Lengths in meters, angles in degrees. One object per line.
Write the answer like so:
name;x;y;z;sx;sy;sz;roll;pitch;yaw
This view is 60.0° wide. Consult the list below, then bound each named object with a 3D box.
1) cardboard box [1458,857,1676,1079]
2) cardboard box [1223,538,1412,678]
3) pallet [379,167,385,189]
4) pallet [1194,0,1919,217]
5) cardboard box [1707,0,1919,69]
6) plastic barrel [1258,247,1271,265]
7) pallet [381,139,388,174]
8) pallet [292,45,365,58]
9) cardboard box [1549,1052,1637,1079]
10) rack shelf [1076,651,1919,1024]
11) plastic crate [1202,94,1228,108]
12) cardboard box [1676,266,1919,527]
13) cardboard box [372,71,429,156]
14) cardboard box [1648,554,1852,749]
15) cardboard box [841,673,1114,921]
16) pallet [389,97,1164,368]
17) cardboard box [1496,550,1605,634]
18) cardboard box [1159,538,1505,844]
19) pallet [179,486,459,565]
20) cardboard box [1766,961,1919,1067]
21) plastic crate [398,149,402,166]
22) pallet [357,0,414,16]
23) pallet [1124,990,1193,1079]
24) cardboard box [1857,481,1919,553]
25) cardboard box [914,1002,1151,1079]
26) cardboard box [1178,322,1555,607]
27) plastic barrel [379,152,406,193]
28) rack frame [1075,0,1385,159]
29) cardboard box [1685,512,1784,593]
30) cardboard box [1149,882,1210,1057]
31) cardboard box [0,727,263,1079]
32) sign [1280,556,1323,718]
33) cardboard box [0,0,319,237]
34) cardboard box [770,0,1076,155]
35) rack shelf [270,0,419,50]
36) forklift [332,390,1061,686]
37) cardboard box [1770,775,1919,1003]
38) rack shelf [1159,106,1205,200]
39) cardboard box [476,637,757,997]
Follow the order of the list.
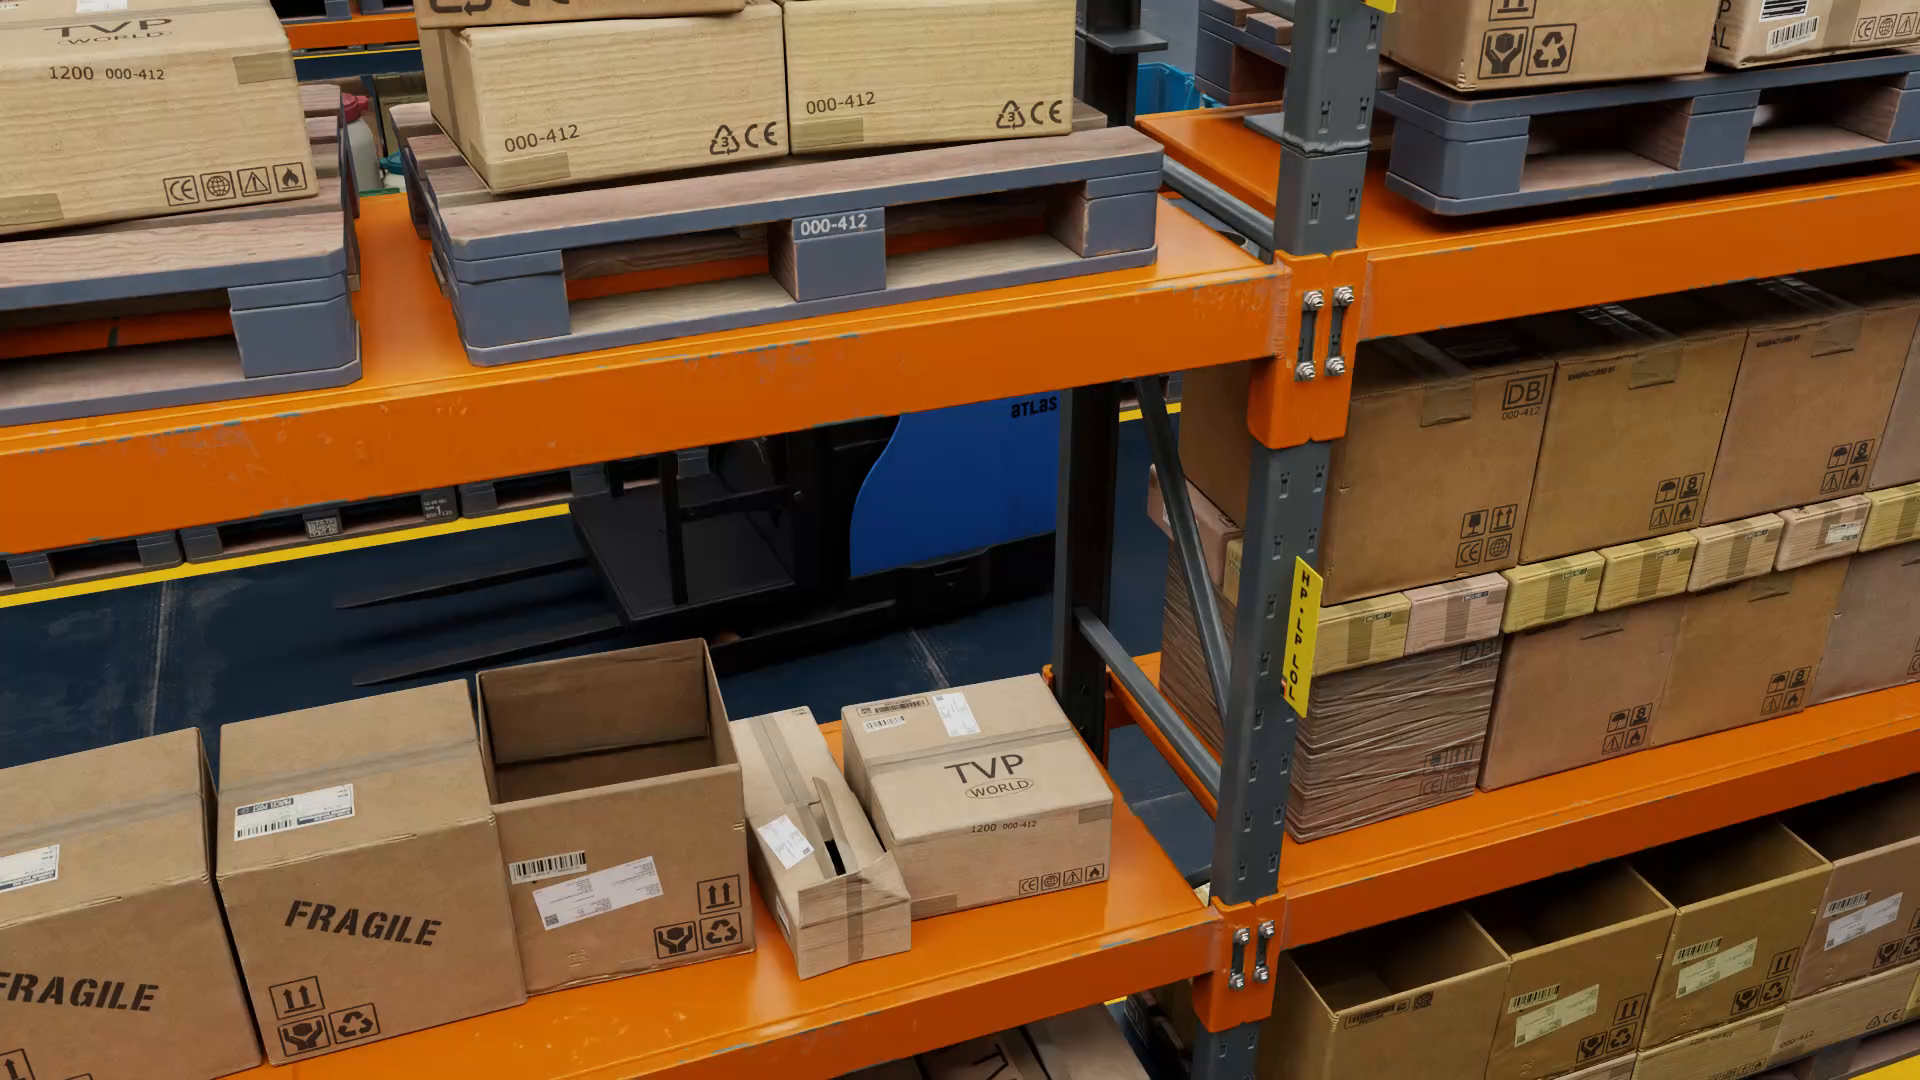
cardboard box;1.484;1.074;4.431;0.500;0.500;0.500;-10;31;-18
cardboard box;0.794;0.130;3.735;0.250;0.149;0.380;-10;31;-18
pallet;-4.851;-2.626;12.145;1.213;0.211;1.003;-10;31;-18
pallet;1.265;-1.012;3.556;1.213;0.211;1.003;-10;31;-18
cardboard box;1.545;-1.154;3.239;0.500;0.311;0.500;-12;32;-20
plastic barrel;1.910;-1.530;9.494;0.421;0.512;0.421;0;30;0
pallet;-3.705;-2.838;12.518;1.213;0.211;1.003;-10;31;-18
pallet;-6.453;-4.911;16.157;1.213;0.211;1.003;-10;31;-18
cardboard box;1.485;1.401;4.614;0.500;0.250;0.500;-10;31;-18
rack shelf;2.349;0.379;4.781;4.000;0.370;1.077;-10;31;-18
plastic crate;1.525;-2.178;8.693;0.408;0.251;0.499;-10;31;-18
cardboard box;1.831;-0.449;4.096;0.500;0.500;0.700;-10;31;-18
cardboard box;-4.013;-3.120;12.277;0.500;0.500;0.700;-11;31;-18
cardboard box;1.852;0.110;4.425;0.500;0.500;0.700;-10;31;-17
cardboard box;0.029;0.582;3.849;0.500;0.250;0.500;-8;31;-15
pallet;-0.347;-0.650;3.024;1.217;0.209;0.805;-12;32;-20
cardboard box;1.271;0.041;3.891;0.250;0.149;0.380;-11;32;-19
cardboard box;0.888;0.289;4.112;0.500;0.500;0.700;-11;32;-19
pallet;-3.117;-0.309;8.079;1.213;0.211;1.003;-10;31;-18
cardboard box;2.422;1.228;4.918;0.500;0.250;0.500;-10;31;-18
plastic crate;-2.174;-1.545;7.448;0.575;0.384;0.392;-10;31;-18
pallet;-3.743;-4.037;11.999;1.213;0.211;1.003;-10;31;-18
pallet;1.235;1.506;4.894;1.213;0.211;1.003;-10;31;-18
cardboard box;2.245;-0.139;4.207;0.250;0.149;0.380;-11;31;-18
cardboard box;0.195;1.383;4.078;0.500;0.311;0.500;-10;31;-18
cardboard box;0.888;-0.275;3.790;0.500;0.500;0.700;-10;31;-17
plastic barrel;-2.543;-1.669;7.790;0.301;0.262;0.301;0;30;0
rack frame;0.475;-2.195;2.512;0.127;3.000;1.000;-10;31;-18
cardboard box;1.751;-0.047;4.046;0.250;0.149;0.380;-11;32;-19
cardboard box;0.833;1.243;4.892;0.500;0.250;0.500;-10;31;-18
cardboard box;-1.707;0.762;3.282;0.500;0.500;0.500;-12;32;-20
sign;0.673;0.193;3.291;0.005;0.325;0.100;-10;31;-18
cardboard box;-1.339;-0.707;2.658;0.500;0.250;0.500;-13;32;-22
cardboard box;-0.106;-0.907;3.008;0.500;0.250;0.500;-7;30;-12
rack shelf;-4.851;-3.527;11.637;4.000;0.370;1.077;-10;31;-18
forklift;-1.072;-0.989;6.524;3.031;2.935;1.130;-13;32;-21
cardboard box;2.424;0.904;4.730;0.500;0.500;0.500;-10;31;-18
rack shelf;0.625;-1.919;8.816;4.000;0.370;1.077;-10;31;-18
cardboard box;-0.744;0.584;3.593;0.500;0.500;0.500;-8;31;-14
